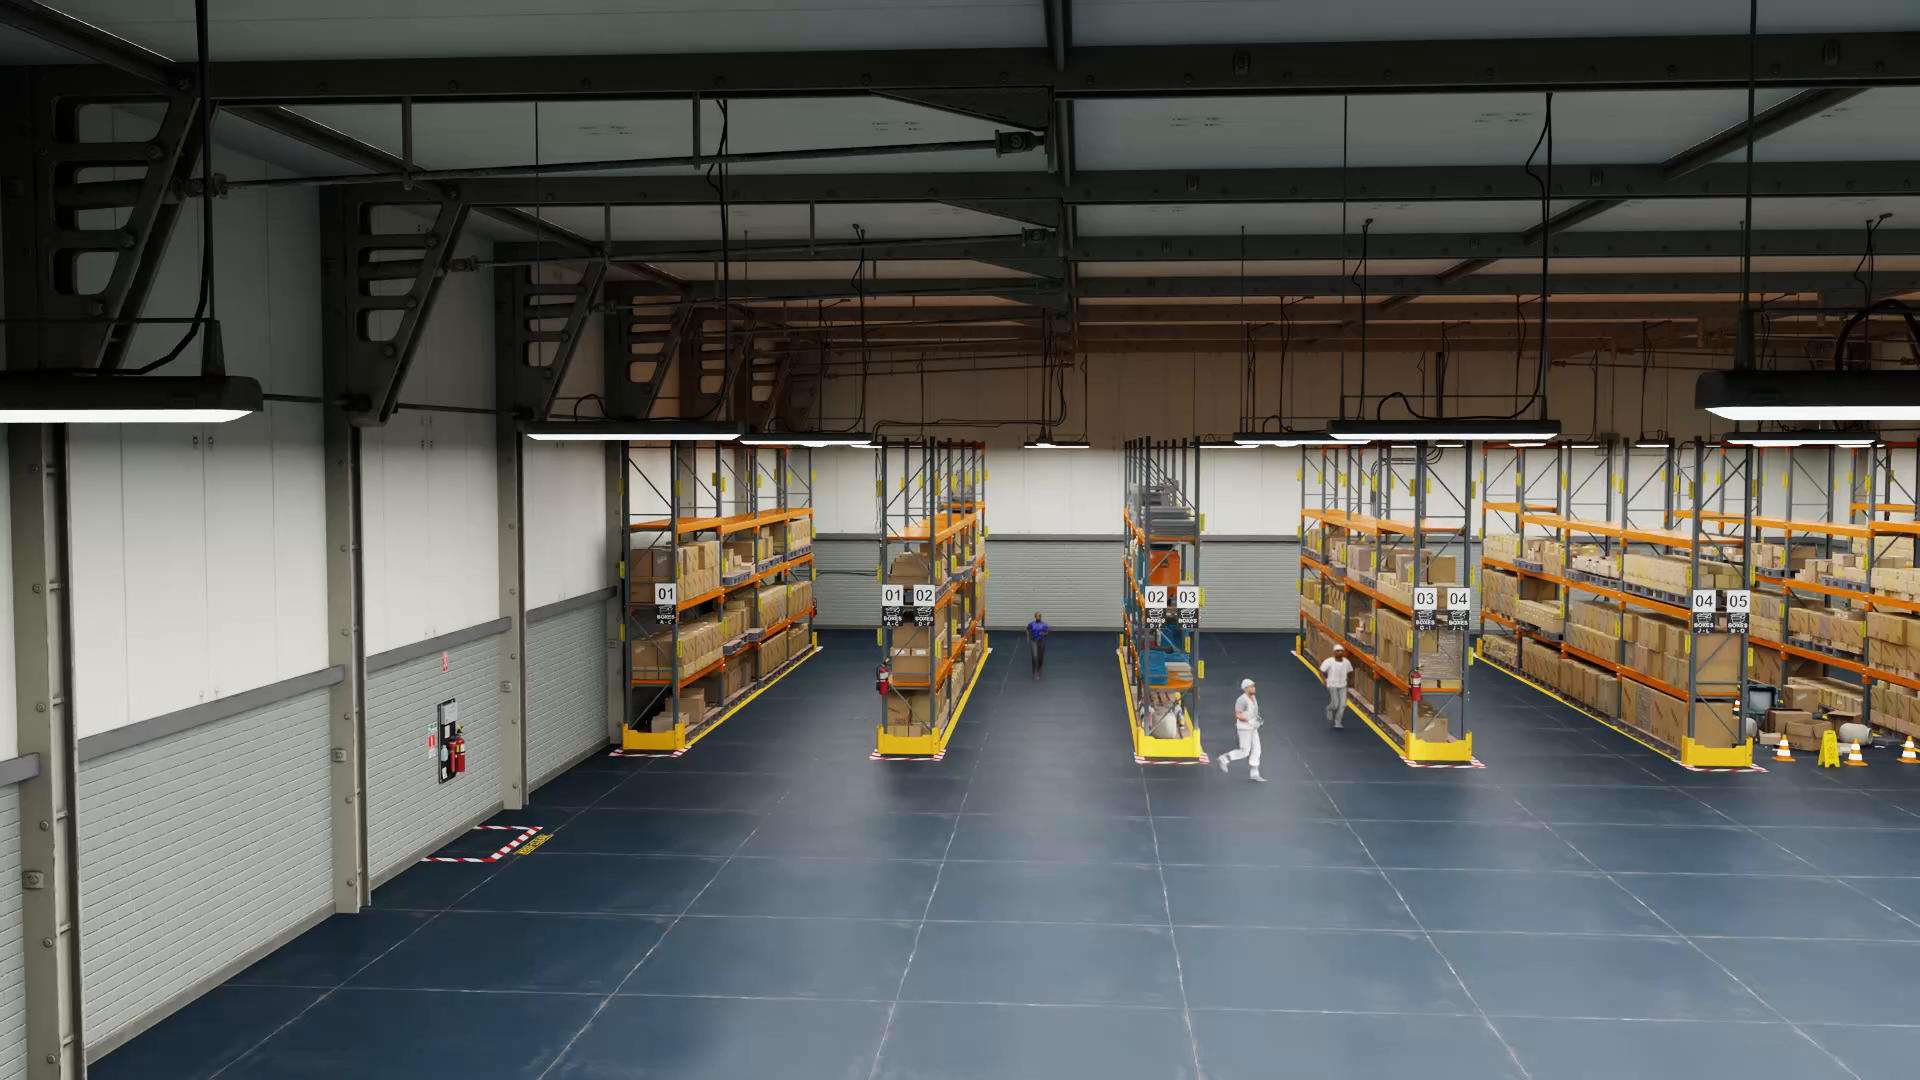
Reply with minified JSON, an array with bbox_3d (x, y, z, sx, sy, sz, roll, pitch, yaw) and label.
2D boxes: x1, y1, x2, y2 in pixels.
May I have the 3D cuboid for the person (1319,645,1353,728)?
[{"bbox_3d":[7.812,3.020,34.435,0.718,1.724,0.618,0,3,-8],"label":"person"}]

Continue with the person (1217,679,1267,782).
[{"bbox_3d":[4.947,3.298,28.938,0.873,1.780,0.664,2,4,35],"label":"person"}]

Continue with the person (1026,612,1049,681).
[{"bbox_3d":[1.958,2.643,41.814,0.563,1.682,0.854,0,3,-4],"label":"person"}]
